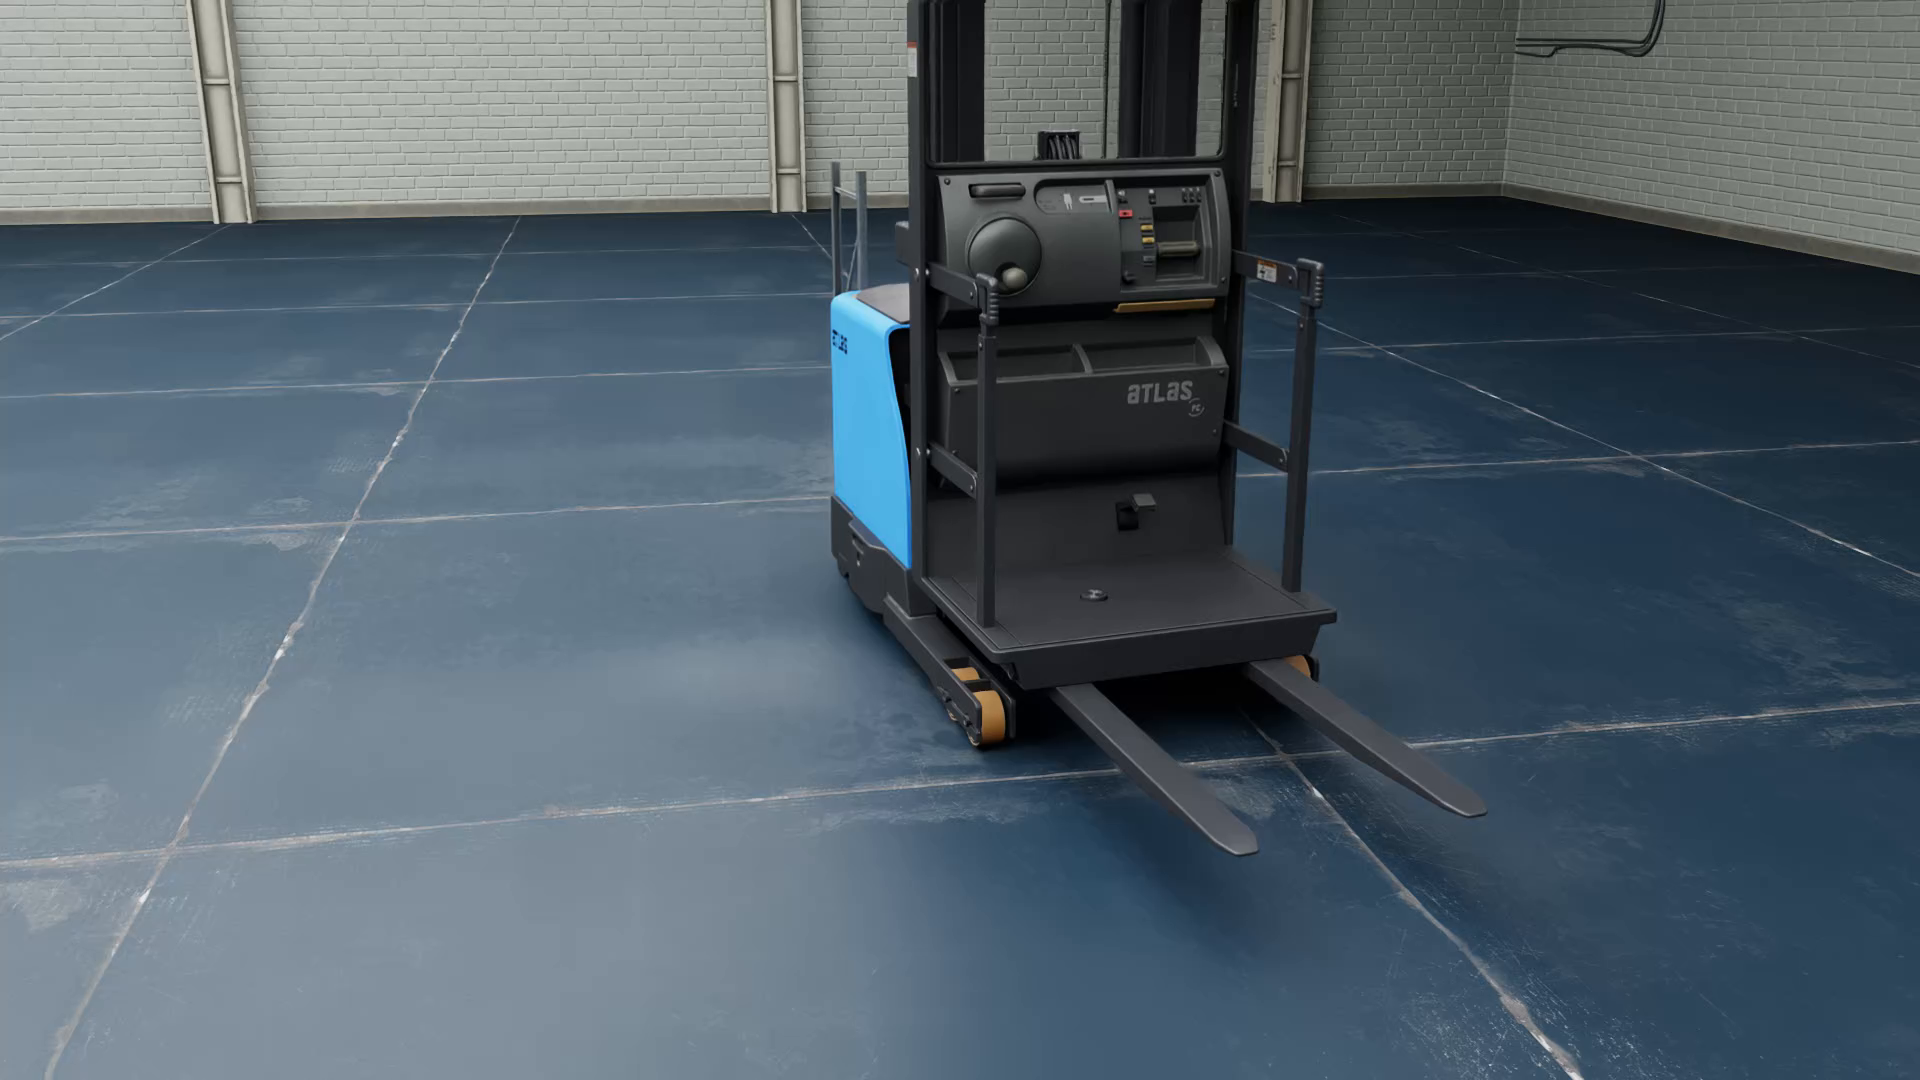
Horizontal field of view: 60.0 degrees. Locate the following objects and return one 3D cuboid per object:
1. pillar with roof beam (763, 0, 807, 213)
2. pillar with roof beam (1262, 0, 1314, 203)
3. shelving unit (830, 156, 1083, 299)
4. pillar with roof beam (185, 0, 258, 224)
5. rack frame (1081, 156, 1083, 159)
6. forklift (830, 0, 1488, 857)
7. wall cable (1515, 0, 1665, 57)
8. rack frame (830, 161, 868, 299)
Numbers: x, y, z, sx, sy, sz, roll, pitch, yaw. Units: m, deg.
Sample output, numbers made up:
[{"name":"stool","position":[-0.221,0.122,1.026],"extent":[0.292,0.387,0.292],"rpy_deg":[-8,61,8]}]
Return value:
[{"name":"pillar with roof beam","position":[-1.158,-6.854,13.801],"extent":[0.400,9.000,9.100],"rpy_deg":[-3,17,-10]},{"name":"pillar with roof beam","position":[4.733,-7.188,14.889],"extent":[0.400,9.000,9.100],"rpy_deg":[-3,17,-10]},{"name":"shelving unit","position":[0.058,-0.755,6.714],"extent":[1.048,1.500,0.538],"rpy_deg":[-5,18,-16]},{"name":"pillar with roof beam","position":[-7.049,-6.520,12.713],"extent":[0.400,9.000,9.100],"rpy_deg":[-3,17,-10]},{"name":"rack frame","position":[0.546,-0.797,6.851],"extent":[0.032,1.500,0.500],"rpy_deg":[-5,18,-16]},{"name":"forklift","position":[0.458,-0.931,4.851],"extent":[1.130,2.935,3.031],"rpy_deg":[-6,18,-18]},{"name":"wall cable","position":[7.059,-6.728,18.679],"extent":[0.112,2.526,3.097],"rpy_deg":[-3,17,-10]},{"name":"rack frame","position":[-0.430,-0.713,6.578],"extent":[0.032,1.500,0.500],"rpy_deg":[-5,18,-16]}]
